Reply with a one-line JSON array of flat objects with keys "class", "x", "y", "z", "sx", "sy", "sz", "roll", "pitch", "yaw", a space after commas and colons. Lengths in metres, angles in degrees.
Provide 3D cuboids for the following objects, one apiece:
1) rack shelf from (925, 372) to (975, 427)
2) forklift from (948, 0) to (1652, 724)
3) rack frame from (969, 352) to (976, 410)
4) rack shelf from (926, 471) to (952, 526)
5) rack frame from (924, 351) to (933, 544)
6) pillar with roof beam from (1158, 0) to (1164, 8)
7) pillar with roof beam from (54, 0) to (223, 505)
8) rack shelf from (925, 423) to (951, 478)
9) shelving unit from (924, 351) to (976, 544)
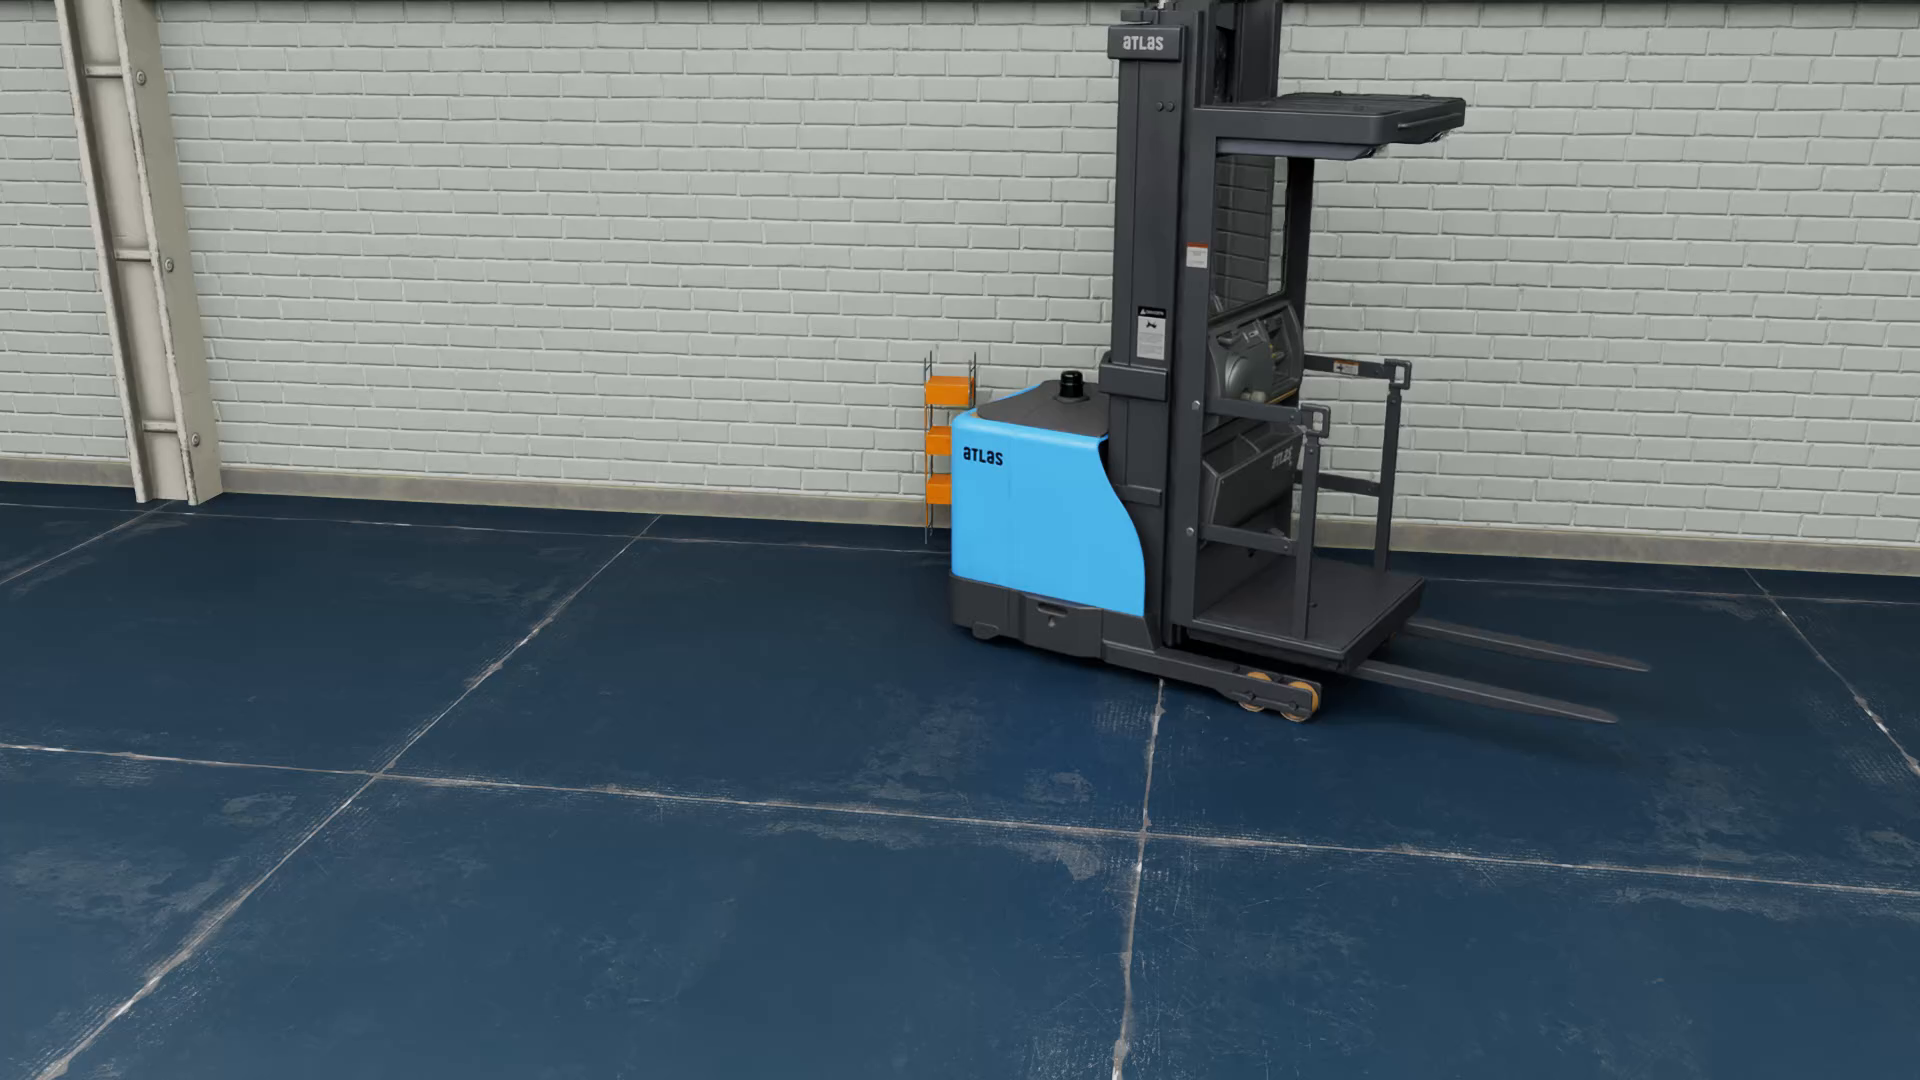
[{"class": "rack shelf", "x": -0.053, "y": -0.760, "z": 9.058, "sx": 0.240, "sy": 0.259, "sz": 0.215, "roll": 3, "pitch": 19, "yaw": 9}, {"class": "forklift", "x": 1.461, "y": -0.815, "z": 7.121, "sx": 3.031, "sy": 2.935, "sz": 1.130, "roll": 12, "pitch": 22, "yaw": 31}, {"class": "rack frame", "x": 0.068, "y": -0.494, "z": 9.126, "sx": 0.008, "sy": 1.050, "sz": 0.200, "roll": 3, "pitch": 19, "yaw": 9}, {"class": "rack shelf", "x": -0.053, "y": -0.227, "z": 9.236, "sx": 0.240, "sy": 0.259, "sz": 0.215, "roll": 3, "pitch": 19, "yaw": 9}, {"class": "rack frame", "x": -0.173, "y": -0.507, "z": 9.163, "sx": 0.008, "sy": 1.050, "sz": 0.200, "roll": 3, "pitch": 19, "yaw": 9}, {"class": "pillar with roof beam", "x": 0.514, "y": -2.883, "z": 3.737, "sx": 0.400, "sy": 9.000, "sz": 9.100, "roll": 3, "pitch": 19, "yaw": 9}, {"class": "pillar with roof beam", "x": -5.410, "y": -3.185, "z": 4.639, "sx": 0.400, "sy": 9.000, "sz": 9.100, "roll": 3, "pitch": 19, "yaw": 9}, {"class": "rack shelf", "x": -0.053, "y": -0.491, "z": 9.148, "sx": 0.240, "sy": 0.259, "sz": 0.215, "roll": 3, "pitch": 19, "yaw": 9}, {"class": "shelving unit", "x": -0.053, "y": -0.501, "z": 9.145, "sx": 0.252, "sy": 1.050, "sz": 0.215, "roll": 3, "pitch": 19, "yaw": 9}]
